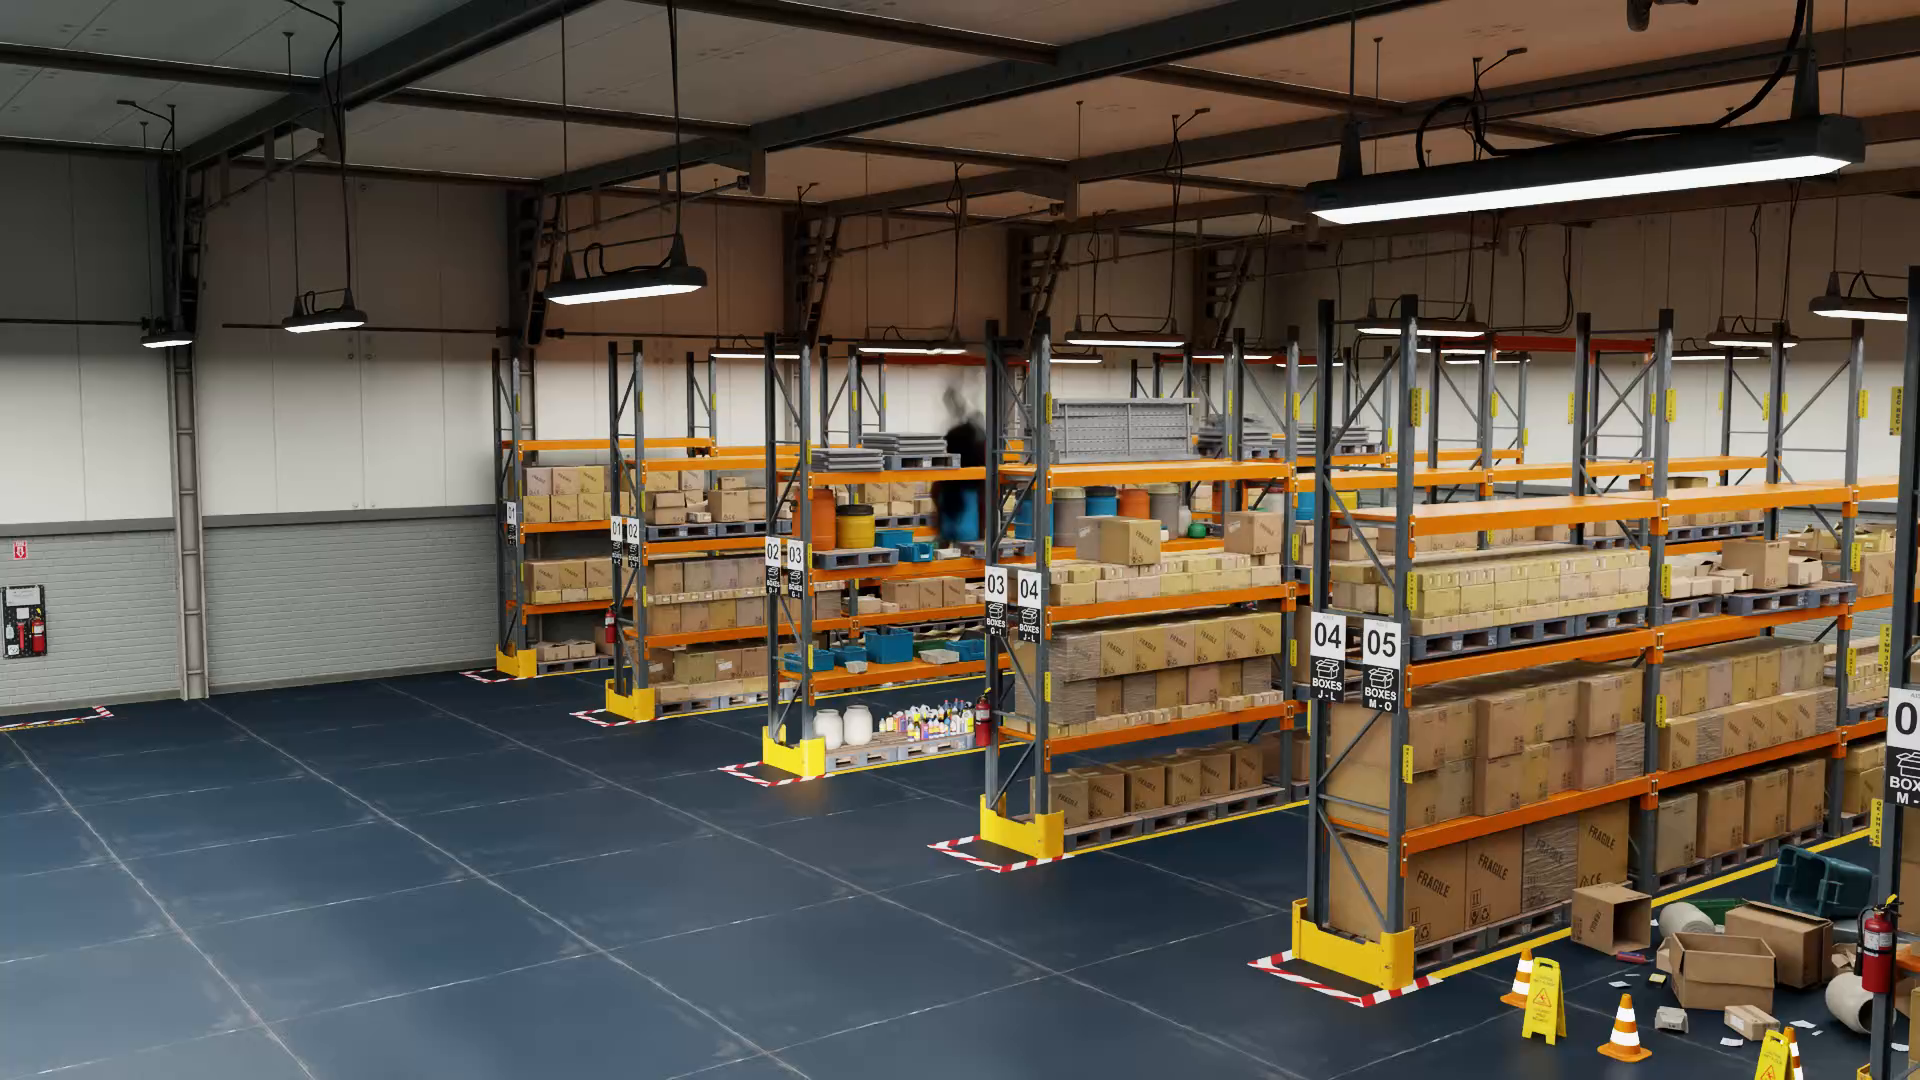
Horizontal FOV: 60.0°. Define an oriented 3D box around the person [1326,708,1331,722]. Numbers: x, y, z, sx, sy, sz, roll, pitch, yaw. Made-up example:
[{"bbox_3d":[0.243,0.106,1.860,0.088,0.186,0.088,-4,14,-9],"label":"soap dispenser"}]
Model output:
[{"bbox_3d":[5.517,2.140,24.551,0.852,1.767,0.689,-3,6,-33],"label":"person"}]
